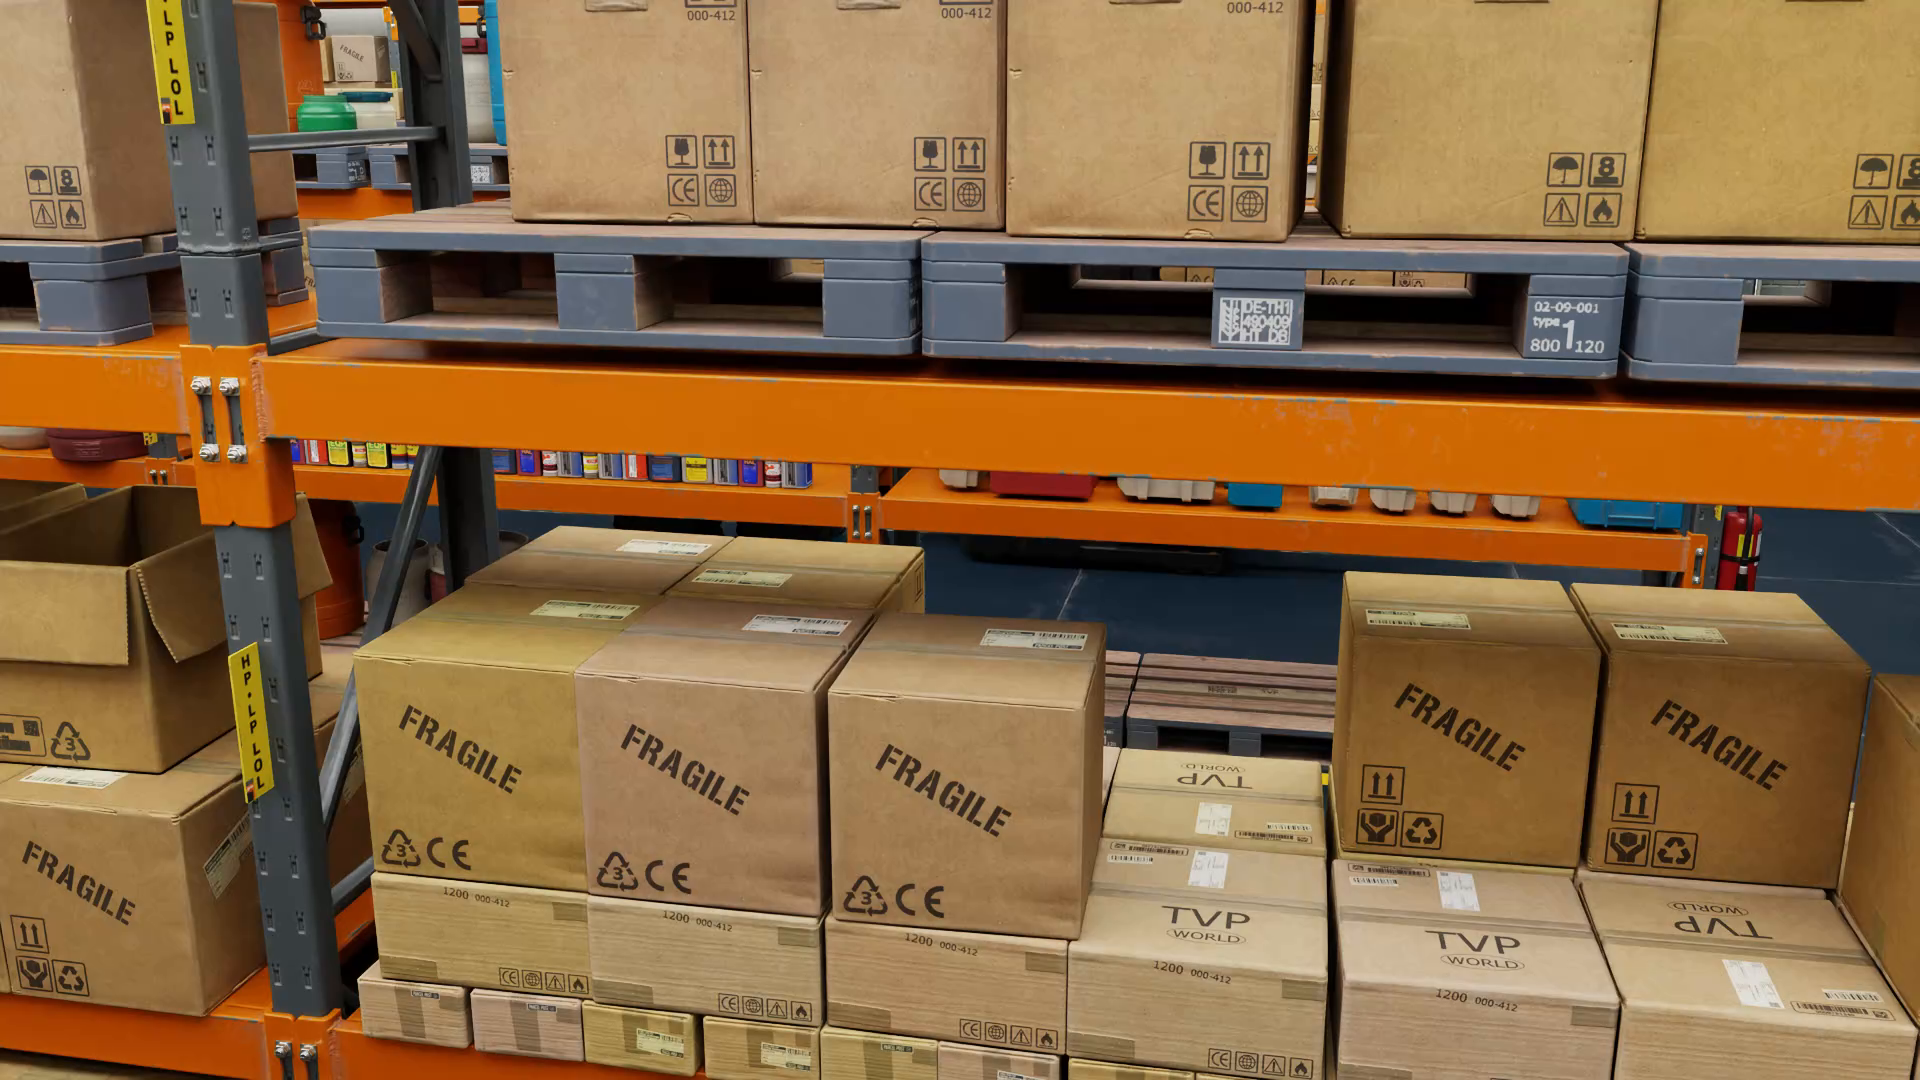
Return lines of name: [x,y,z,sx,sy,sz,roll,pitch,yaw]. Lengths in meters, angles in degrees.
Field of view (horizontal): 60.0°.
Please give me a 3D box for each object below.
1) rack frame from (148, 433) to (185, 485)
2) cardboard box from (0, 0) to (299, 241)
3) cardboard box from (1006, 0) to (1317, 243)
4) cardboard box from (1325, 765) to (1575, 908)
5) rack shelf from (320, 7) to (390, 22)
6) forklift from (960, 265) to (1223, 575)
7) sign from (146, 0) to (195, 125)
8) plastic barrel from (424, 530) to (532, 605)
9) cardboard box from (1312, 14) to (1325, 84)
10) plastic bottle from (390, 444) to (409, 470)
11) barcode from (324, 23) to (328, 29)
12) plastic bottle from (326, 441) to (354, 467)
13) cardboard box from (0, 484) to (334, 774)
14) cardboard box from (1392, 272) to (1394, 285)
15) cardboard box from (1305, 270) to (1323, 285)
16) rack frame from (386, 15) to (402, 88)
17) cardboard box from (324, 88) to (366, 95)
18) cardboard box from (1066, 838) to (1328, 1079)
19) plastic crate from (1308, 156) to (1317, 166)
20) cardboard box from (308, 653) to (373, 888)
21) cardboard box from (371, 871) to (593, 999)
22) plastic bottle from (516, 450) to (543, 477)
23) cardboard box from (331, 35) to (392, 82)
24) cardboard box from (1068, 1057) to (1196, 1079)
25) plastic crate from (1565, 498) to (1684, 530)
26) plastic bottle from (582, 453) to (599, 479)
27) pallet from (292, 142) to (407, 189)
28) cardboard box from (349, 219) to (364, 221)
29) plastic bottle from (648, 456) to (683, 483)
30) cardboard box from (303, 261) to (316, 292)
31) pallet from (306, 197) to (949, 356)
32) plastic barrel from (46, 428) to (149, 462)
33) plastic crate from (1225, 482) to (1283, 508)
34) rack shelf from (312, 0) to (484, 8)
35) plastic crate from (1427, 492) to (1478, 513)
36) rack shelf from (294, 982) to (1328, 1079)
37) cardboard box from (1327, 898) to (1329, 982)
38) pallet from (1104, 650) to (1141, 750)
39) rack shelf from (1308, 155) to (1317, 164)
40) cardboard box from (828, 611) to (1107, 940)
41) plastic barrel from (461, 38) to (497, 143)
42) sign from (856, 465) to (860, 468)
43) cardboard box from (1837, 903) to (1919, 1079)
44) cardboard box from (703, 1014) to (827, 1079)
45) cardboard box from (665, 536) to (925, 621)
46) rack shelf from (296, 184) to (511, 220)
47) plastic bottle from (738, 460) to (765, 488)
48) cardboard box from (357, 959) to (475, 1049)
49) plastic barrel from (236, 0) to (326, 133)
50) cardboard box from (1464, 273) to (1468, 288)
rack frame: [-4.312,-0.749,9.578,0.127,3.000,1.000,3,16,11]
cardboard box: [-1.950,-0.965,3.765,0.500,0.500,0.700,3,16,12]
cardboard box: [0.409,-0.865,3.214,0.500,0.500,0.700,4,16,14]
cardboard box: [1.121,0.751,3.886,0.500,0.250,0.500,3,16,9]
rack shelf: [-8.218,-6.203,19.382,4.000,0.370,1.077,3,16,11]
forklift: [1.568,-1.319,11.763,3.031,2.935,1.130,3,16,10]
sign: [-1.478,-0.945,3.107,0.005,0.325,0.100,3,16,11]
plastic barrel: [-2.723,0.292,9.550,0.708,0.588,0.600,3,16,11]
cardboard box: [2.556,-3.716,12.610,0.500,0.500,0.700,3,16,11]
plastic bottle: [-3.034,-0.523,9.000,0.097,0.271,0.097,0,15,0]
barcode: [-7.534,-6.101,19.722,0.075,0.075,0.001,3,16,11]
plastic bottle: [-3.377,-0.542,9.048,0.133,0.283,0.061,3,16,11]
cardboard box: [-2.007,0.196,4.100,0.637,0.503,0.797,3,16,10]
cardboard box: [3.622,-2.268,13.000,0.500,0.500,0.500,3,16,12]
cardboard box: [2.520,-2.182,12.688,0.500,0.500,0.500,4,16,13]
rack frame: [-6.258,-6.445,18.902,0.127,3.000,1.000,3,16,11]
cardboard box: [-5.380,-3.716,14.162,0.500,0.250,0.500,2,16,6]
cardboard box: [0.506,0.864,3.479,0.500,0.250,0.500,3,16,11]
plastic crate: [2.085,-1.893,8.203,0.767,0.338,0.504,3,16,11]
cardboard box: [-1.780,0.621,4.444,0.500,0.500,0.500,3,16,11]
cardboard box: [-0.971,0.781,3.776,0.500,0.250,0.500,3,16,10]
plastic bottle: [-2.290,-0.483,8.835,0.133,0.283,0.061,3,16,11]
cardboard box: [-6.803,-5.495,18.993,0.500,0.500,0.500,2,16,6]
cardboard box: [0.372,1.065,3.498,0.250,0.149,0.380,3,16,9]
plastic crate: [3.162,-0.339,7.917,0.499,0.435,0.616,3,16,11]
plastic bottle: [-1.946,-0.430,8.797,0.097,0.201,0.097,0,15,0]
pallet: [-3.582,-2.038,8.964,1.213,0.211,1.003,3,16,11]
cardboard box: [-6.783,-3.797,19.419,0.500,0.500,0.500,3,16,11]
plastic bottle: [-1.540,-0.486,8.720,0.185,0.351,0.144,3,16,11]
cardboard box: [-5.485,-2.206,14.650,0.500,0.500,0.500,3,16,11]
pallet: [-0.580,-0.598,3.577,1.213,0.211,1.003,3,16,11]
plastic barrel: [-4.827,-0.760,9.363,0.708,0.536,0.600,3,16,11]
plastic crate: [1.464,-0.314,8.209,0.300,0.233,0.416,3,16,11]
rack shelf: [-5.281,-4.503,13.988,4.000,0.370,1.077,3,16,11]
plastic crate: [2.411,-0.241,8.124,0.243,0.136,0.396,3,16,11]
rack shelf: [0.580,1.212,3.845,4.000,0.370,1.077,3,16,11]
cardboard box: [0.998,0.920,4.023,0.250,0.149,0.380,3,16,10]
pallet: [0.336,0.836,9.078,1.213,0.211,1.003,3,16,11]
rack shelf: [2.558,-2.825,12.799,4.000,0.370,1.077,3,16,11]
cardboard box: [0.031,0.474,3.482,0.500,0.500,0.500,3,16,9]
plastic barrel: [-2.545,-2.408,8.906,0.433,0.535,0.433,0,15,0]
sign: [-0.504,-0.526,8.254,0.005,0.325,0.100,3,16,11]
cardboard box: [2.013,0.944,3.187,0.500,0.250,0.500,3,16,10]
cardboard box: [-0.382,1.024,3.646,0.250,0.149,0.380,3,16,10]
cardboard box: [-0.386,0.309,4.077,0.500,0.500,0.500,3,16,12]
rack shelf: [-2.352,-1.742,8.890,4.000,0.370,1.077,3,16,11]
plastic bottle: [-1.079,-0.417,8.598,0.133,0.283,0.061,3,16,11]
cardboard box: [-1.156,0.983,3.795,0.250,0.149,0.380,3,16,11]
plastic barrel: [-3.757,-2.573,8.953,0.708,0.830,0.600,3,16,11]
cardboard box: [4.027,-2.101,12.398,0.500,0.500,0.500,3,16,11]
